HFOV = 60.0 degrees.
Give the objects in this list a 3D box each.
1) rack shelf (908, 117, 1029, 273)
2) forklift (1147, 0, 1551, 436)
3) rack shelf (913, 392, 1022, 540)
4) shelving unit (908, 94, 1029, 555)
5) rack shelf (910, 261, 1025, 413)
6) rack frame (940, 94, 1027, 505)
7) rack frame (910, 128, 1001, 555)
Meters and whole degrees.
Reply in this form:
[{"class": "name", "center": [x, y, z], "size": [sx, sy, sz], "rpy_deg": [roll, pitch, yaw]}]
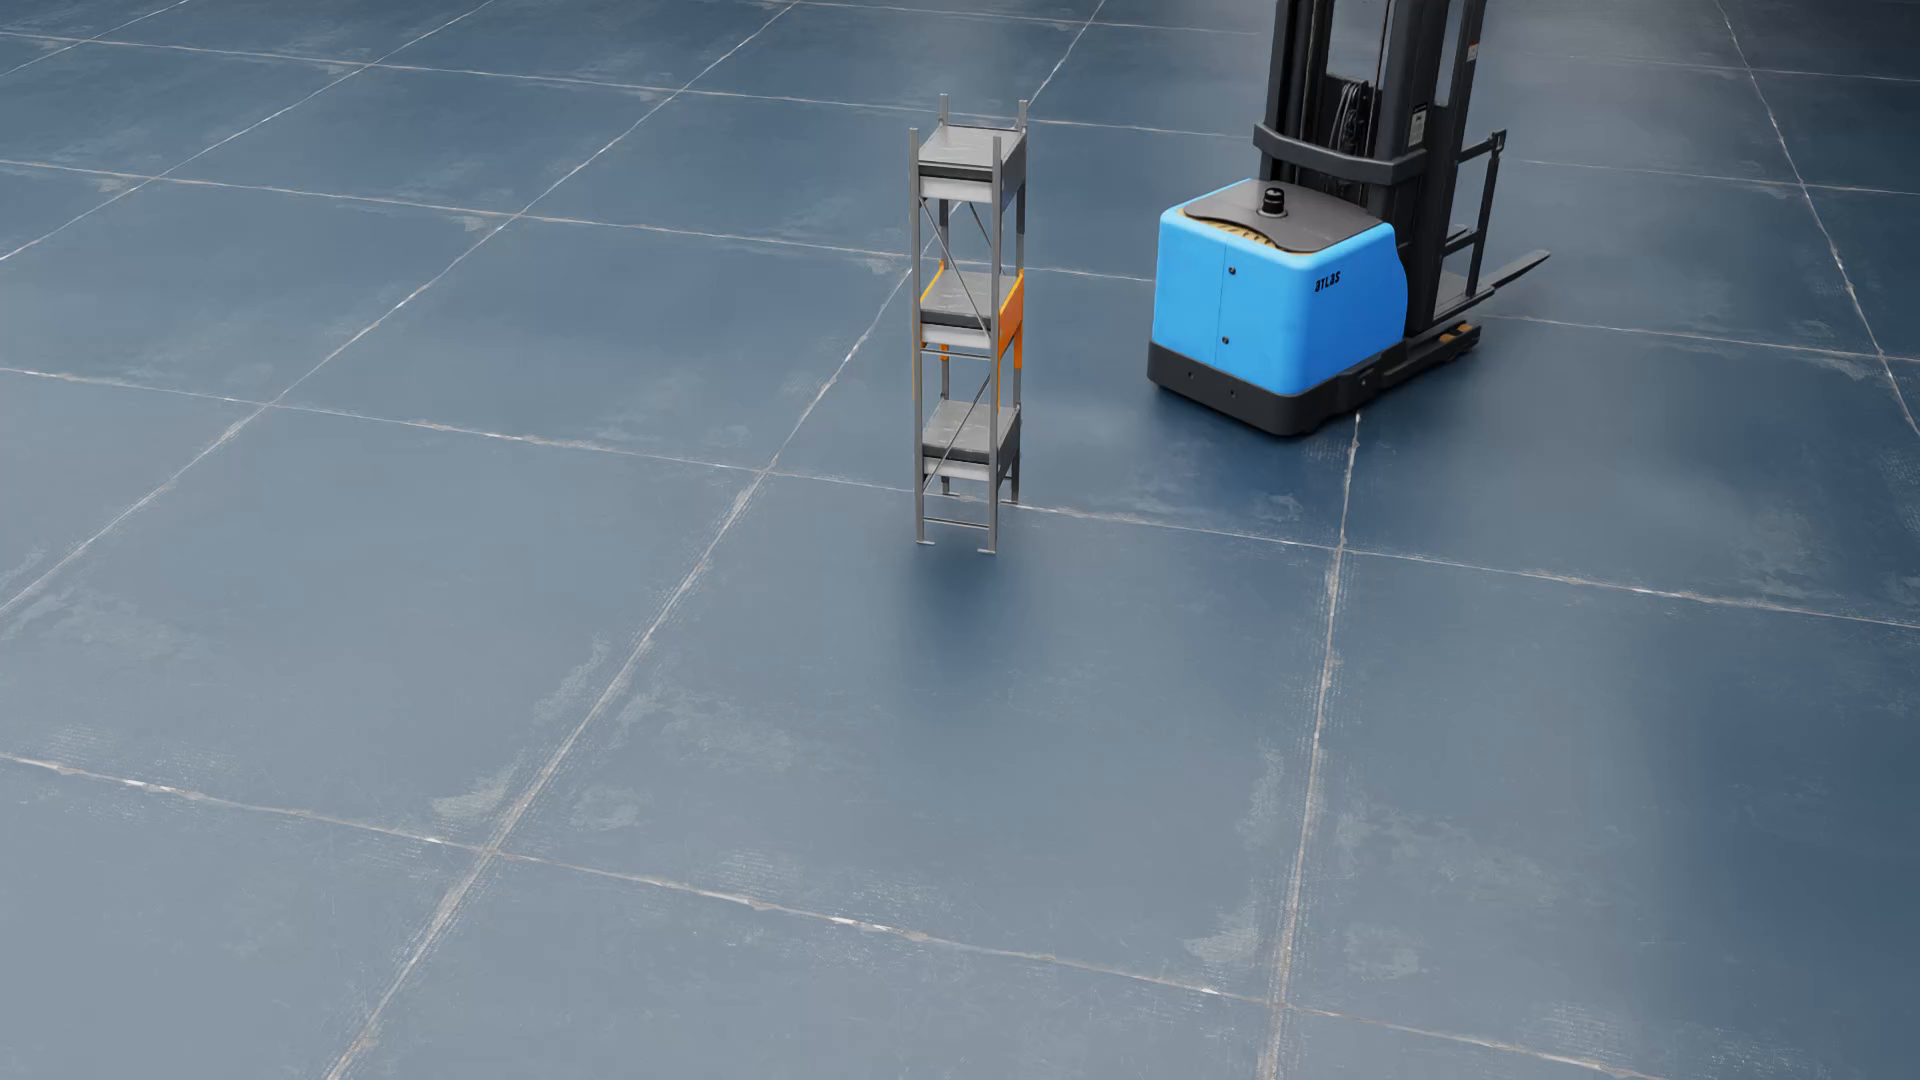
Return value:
[{"class": "rack shelf", "center": [0.042, -1.551, 7.454], "size": [0.431, 0.518, 0.480], "rpy_deg": [8, 33, 12]}, {"class": "forklift", "center": [2.496, -2.480, 9.419], "size": [3.031, 2.935, 1.130], "rpy_deg": [-27, 41, -35]}, {"class": "rack shelf", "center": [0.042, -0.370, 8.205], "size": [0.431, 0.518, 0.480], "rpy_deg": [8, 33, 12]}, {"class": "shelving unit", "center": [0.042, -0.972, 7.822], "size": [0.431, 2.100, 0.503], "rpy_deg": [8, 33, 12]}, {"class": "rack shelf", "center": [0.042, -0.960, 7.829], "size": [0.431, 0.518, 0.480], "rpy_deg": [8, 33, 12]}, {"class": "rack frame", "center": [0.104, -1.099, 8.021], "size": [0.400, 2.100, 0.015], "rpy_deg": [8, 33, 12]}, {"class": "rack frame", "center": [-0.020, -0.845, 7.623], "size": [0.400, 2.100, 0.015], "rpy_deg": [8, 33, 12]}]
